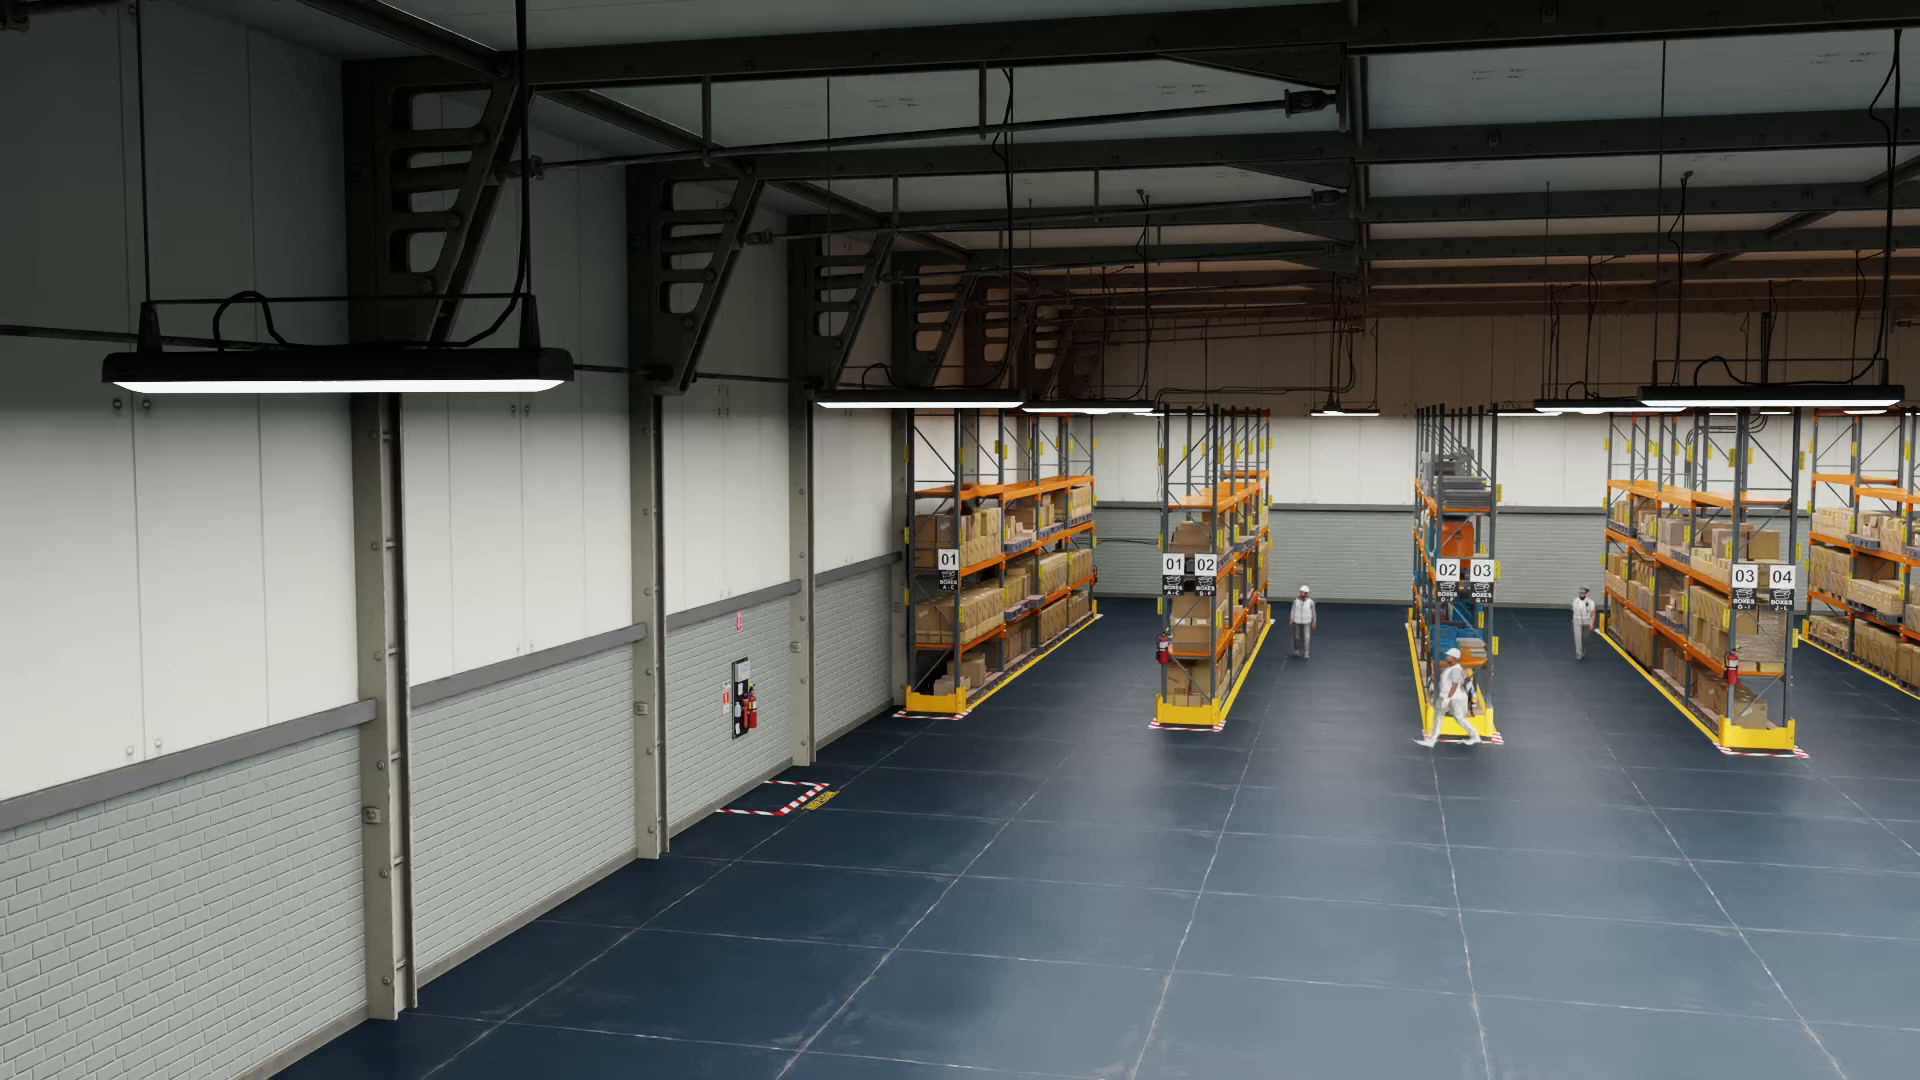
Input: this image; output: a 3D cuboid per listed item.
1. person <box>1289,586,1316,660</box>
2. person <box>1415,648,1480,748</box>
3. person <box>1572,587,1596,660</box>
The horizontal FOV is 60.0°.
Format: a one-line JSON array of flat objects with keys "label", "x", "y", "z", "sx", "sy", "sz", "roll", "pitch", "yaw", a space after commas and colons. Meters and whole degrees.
[{"label": "person", "x": 8.188, "y": 1.965, "z": 39.722, "sx": 0.634, "sy": 1.731, "sz": 1.004, "roll": 1, "pitch": 4, "yaw": 9}, {"label": "person", "x": 8.512, "y": 2.750, "z": 28.889, "sx": 1.052, "sy": 1.750, "sz": 0.550, "roll": -1, "pitch": 4, "yaw": -11}, {"label": "person", "x": 14.839, "y": 1.969, "z": 39.542, "sx": 0.497, "sy": 1.717, "sz": 1.060, "roll": 1, "pitch": 4, "yaw": 12}]
